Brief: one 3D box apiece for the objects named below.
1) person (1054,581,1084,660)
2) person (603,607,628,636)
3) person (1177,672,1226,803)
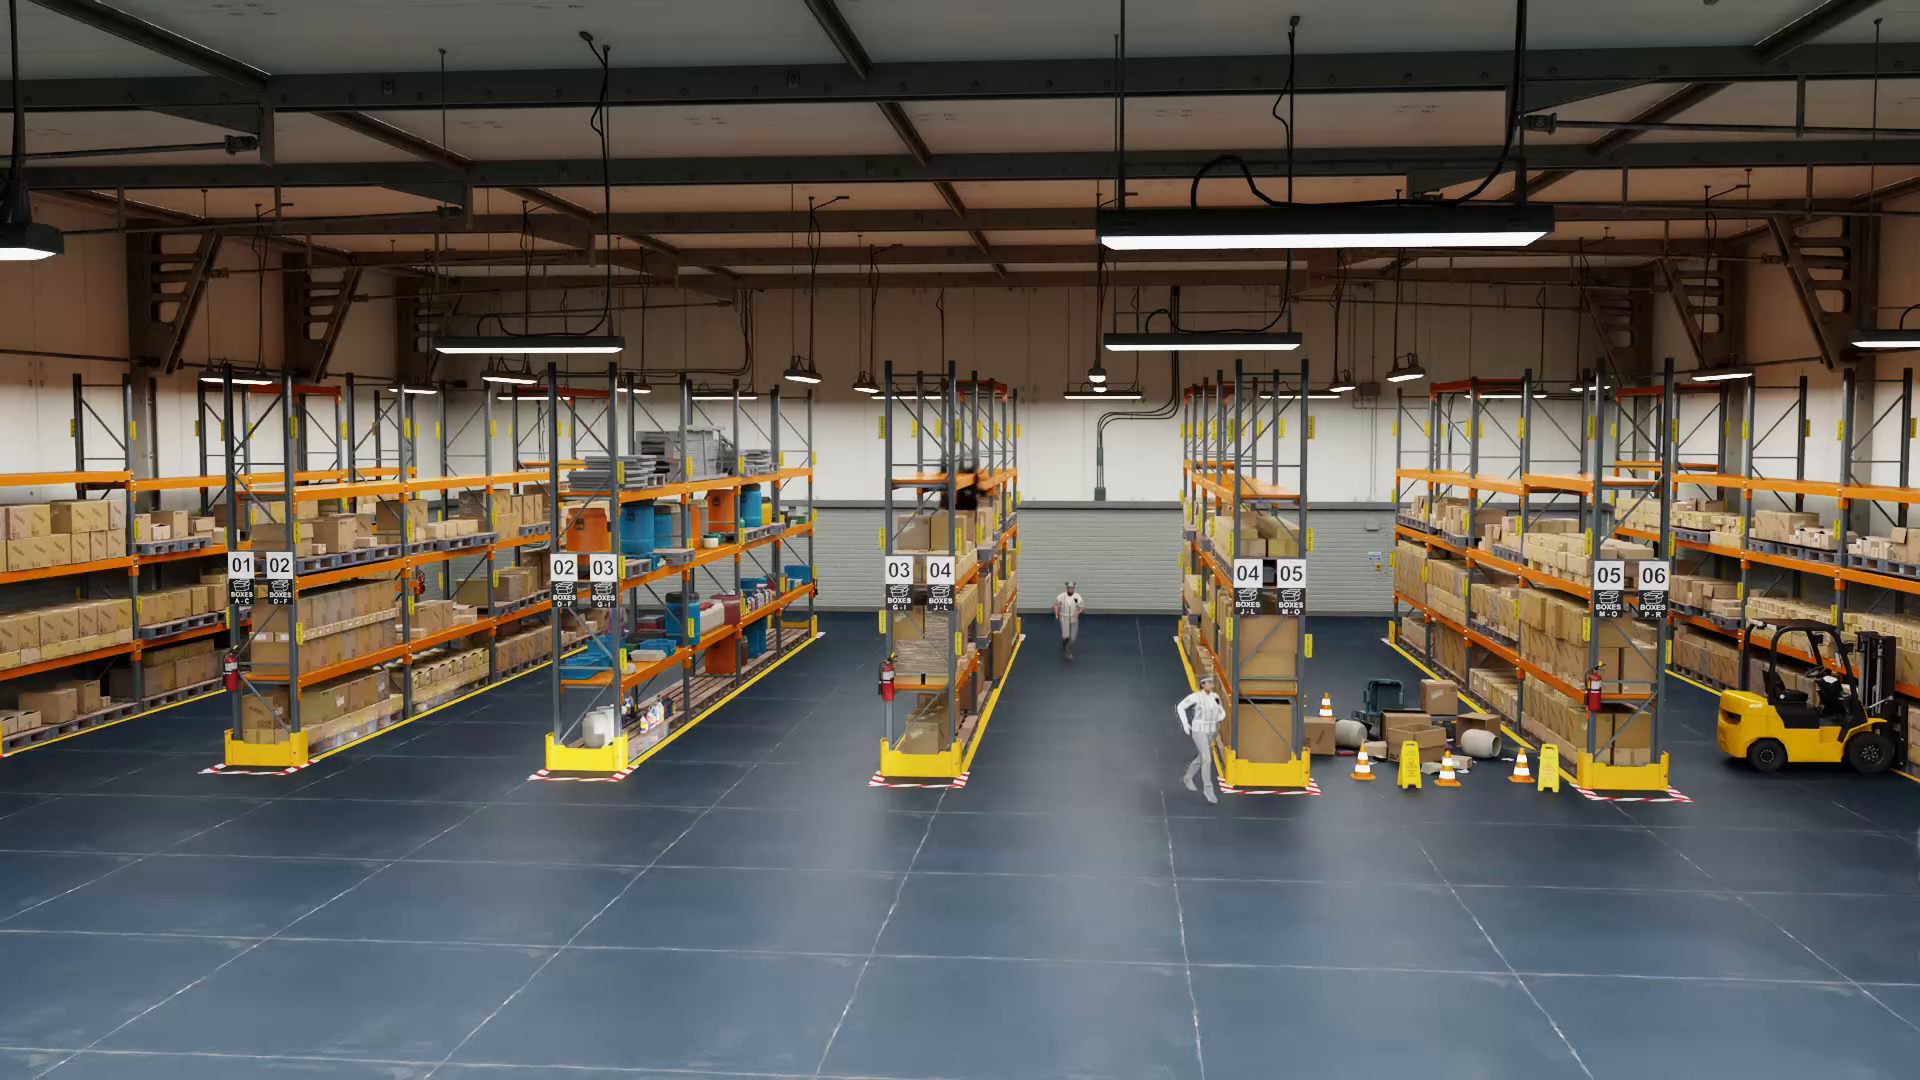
[{"bbox_3d":[2.376,1.748,36.125,0.639,1.738,0.744,0,4,-3],"label":"person"},{"bbox_3d":[-7.127,1.954,34.395,0.500,1.552,0.730,-1,4,-9],"label":"person"},{"bbox_3d":[3.338,2.654,22.712,0.624,1.719,0.843,-3,5,-34],"label":"person"}]
